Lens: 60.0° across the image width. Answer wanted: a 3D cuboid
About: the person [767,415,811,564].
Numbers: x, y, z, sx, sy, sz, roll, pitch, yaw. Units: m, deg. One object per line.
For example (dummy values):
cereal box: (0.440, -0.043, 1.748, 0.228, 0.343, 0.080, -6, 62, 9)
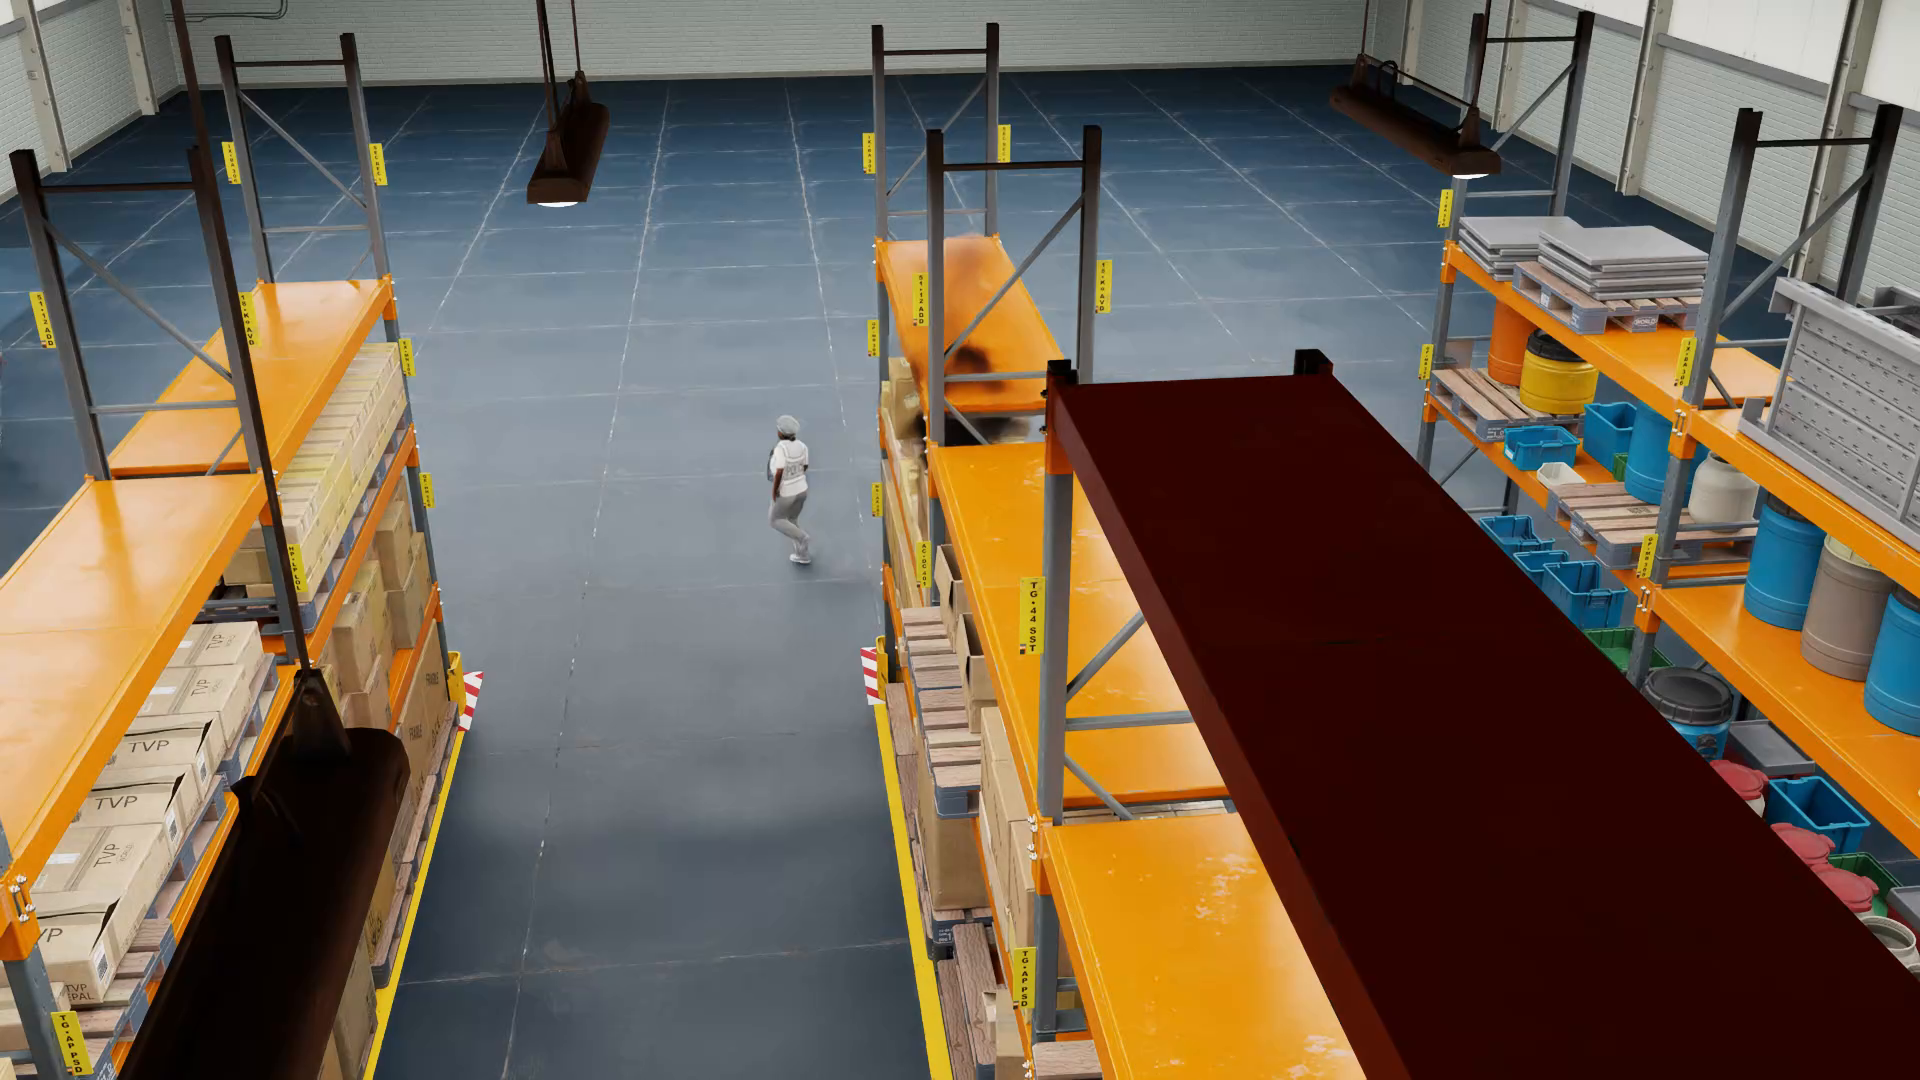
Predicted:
person: (-1.828, -0.515, 17.688, 0.625, 1.663, 0.598, 20, 32, 35)
